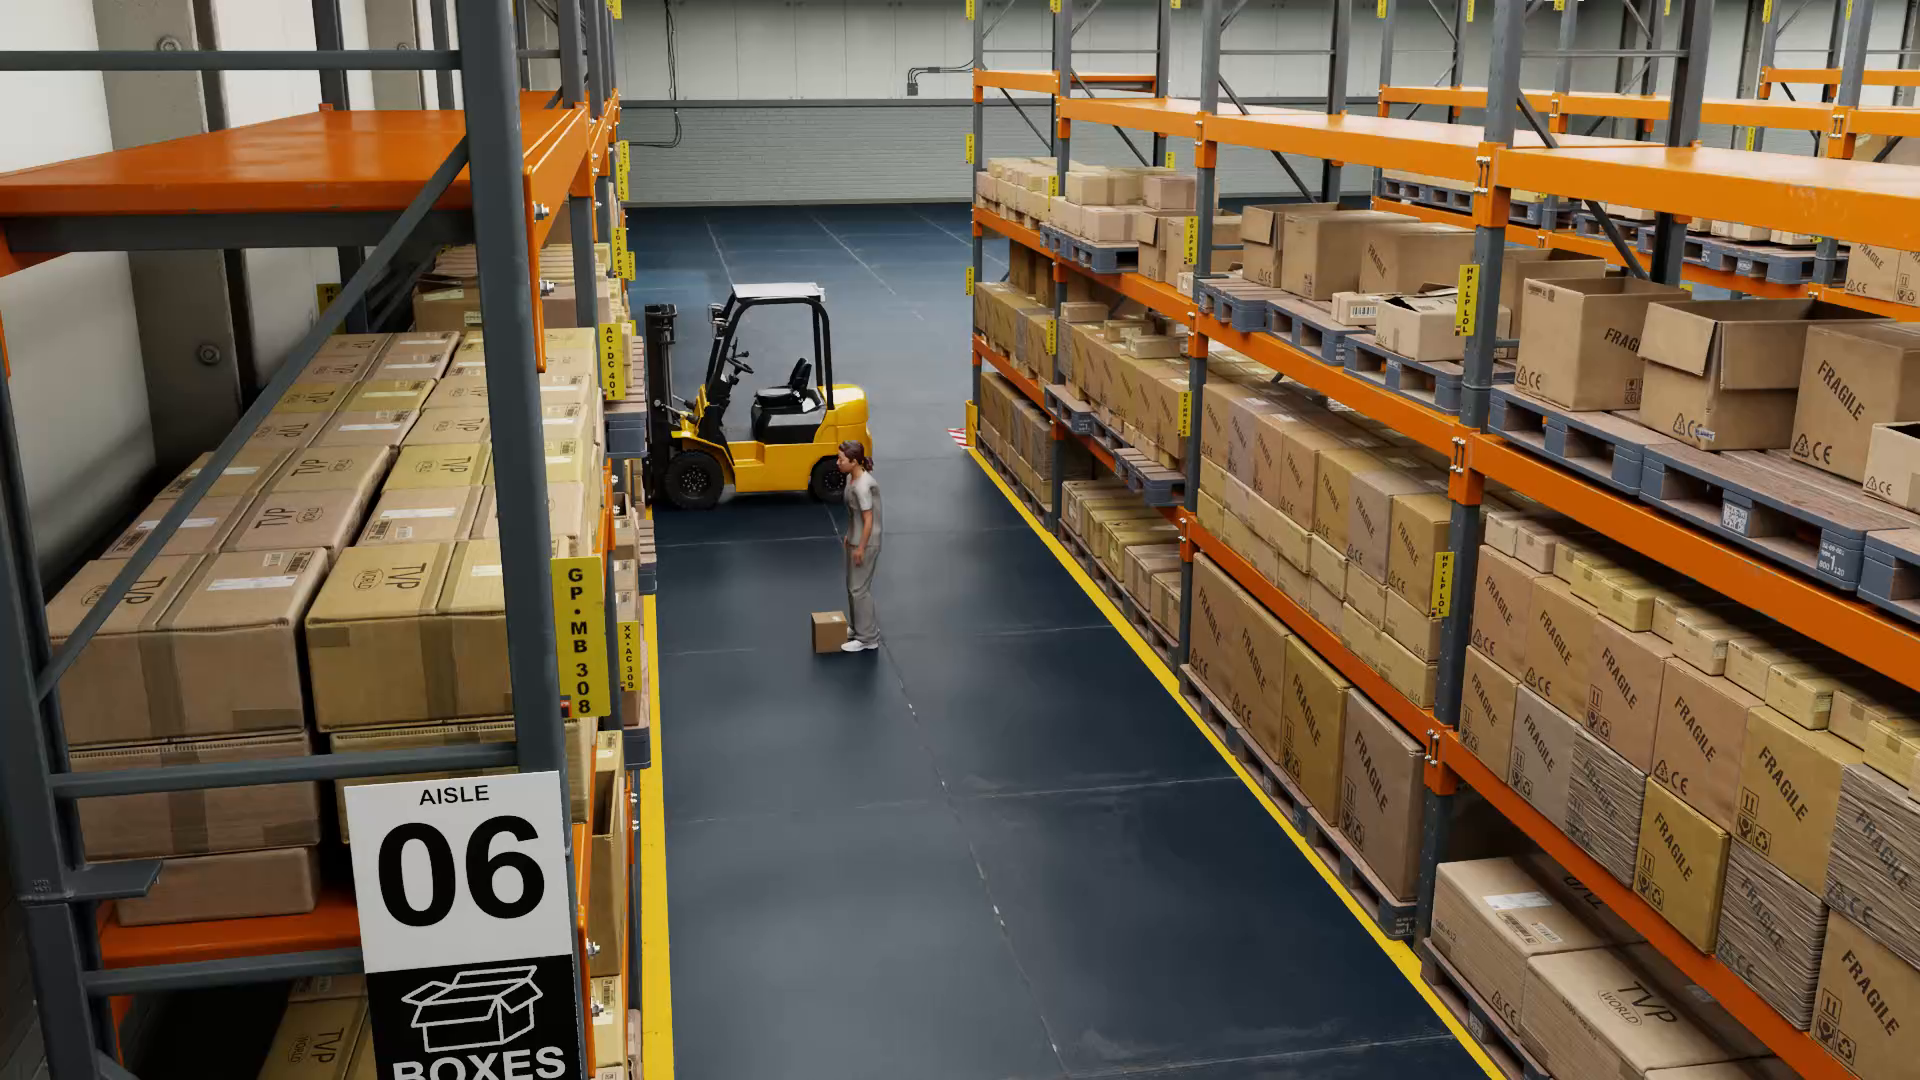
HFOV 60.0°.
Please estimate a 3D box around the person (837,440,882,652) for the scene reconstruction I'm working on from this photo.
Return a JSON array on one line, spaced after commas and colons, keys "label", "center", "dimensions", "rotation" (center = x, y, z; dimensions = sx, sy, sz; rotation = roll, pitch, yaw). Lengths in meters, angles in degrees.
[{"label": "person", "center": [-0.789, 0.028, 12.943], "dimensions": [0.356, 1.673, 0.512], "rotation": [-4, 17, -13]}]
